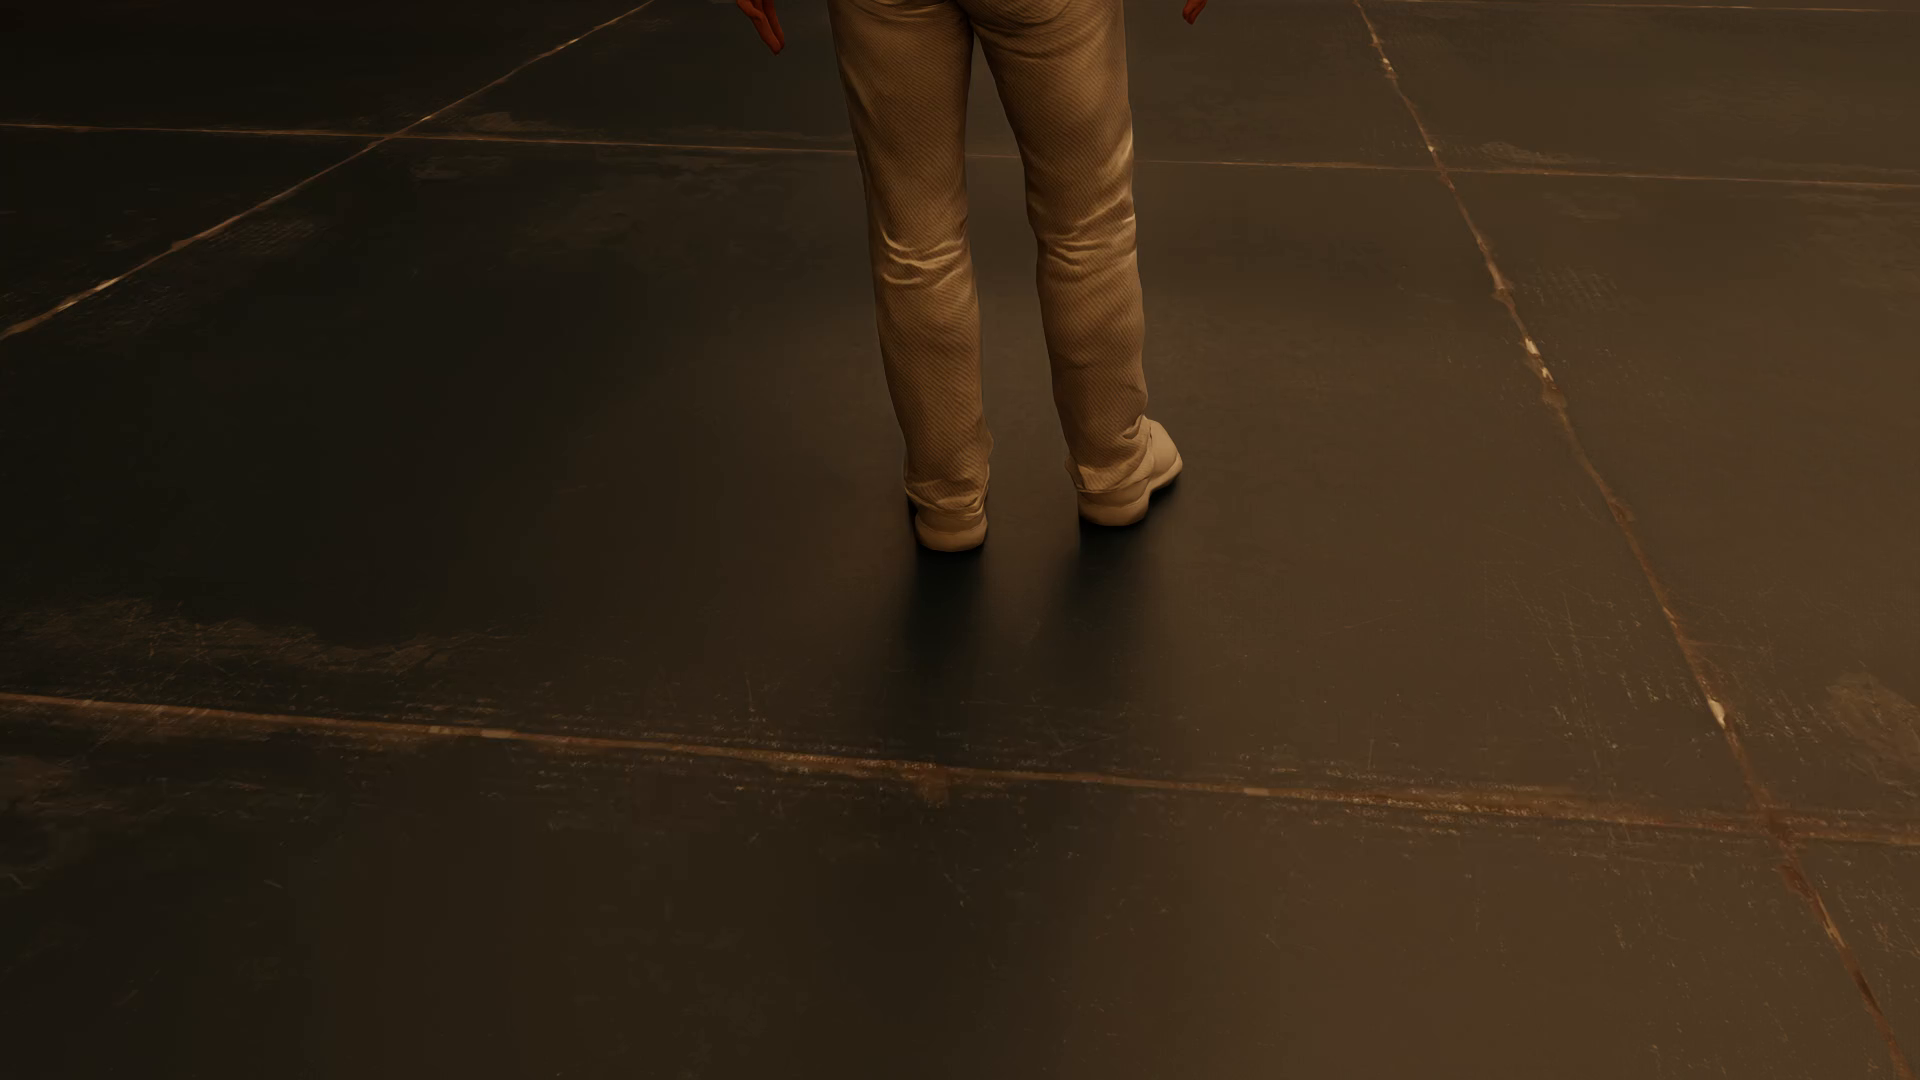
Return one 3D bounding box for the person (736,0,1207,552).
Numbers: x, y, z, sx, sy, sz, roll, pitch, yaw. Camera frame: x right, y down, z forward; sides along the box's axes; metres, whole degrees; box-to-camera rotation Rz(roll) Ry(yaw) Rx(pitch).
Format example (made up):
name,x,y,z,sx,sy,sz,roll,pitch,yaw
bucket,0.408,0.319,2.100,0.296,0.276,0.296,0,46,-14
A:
name,x,y,z,sx,sy,sz,roll,pitch,yaw
person,0.015,-0.824,2.164,0.665,1.759,0.577,3,27,7
